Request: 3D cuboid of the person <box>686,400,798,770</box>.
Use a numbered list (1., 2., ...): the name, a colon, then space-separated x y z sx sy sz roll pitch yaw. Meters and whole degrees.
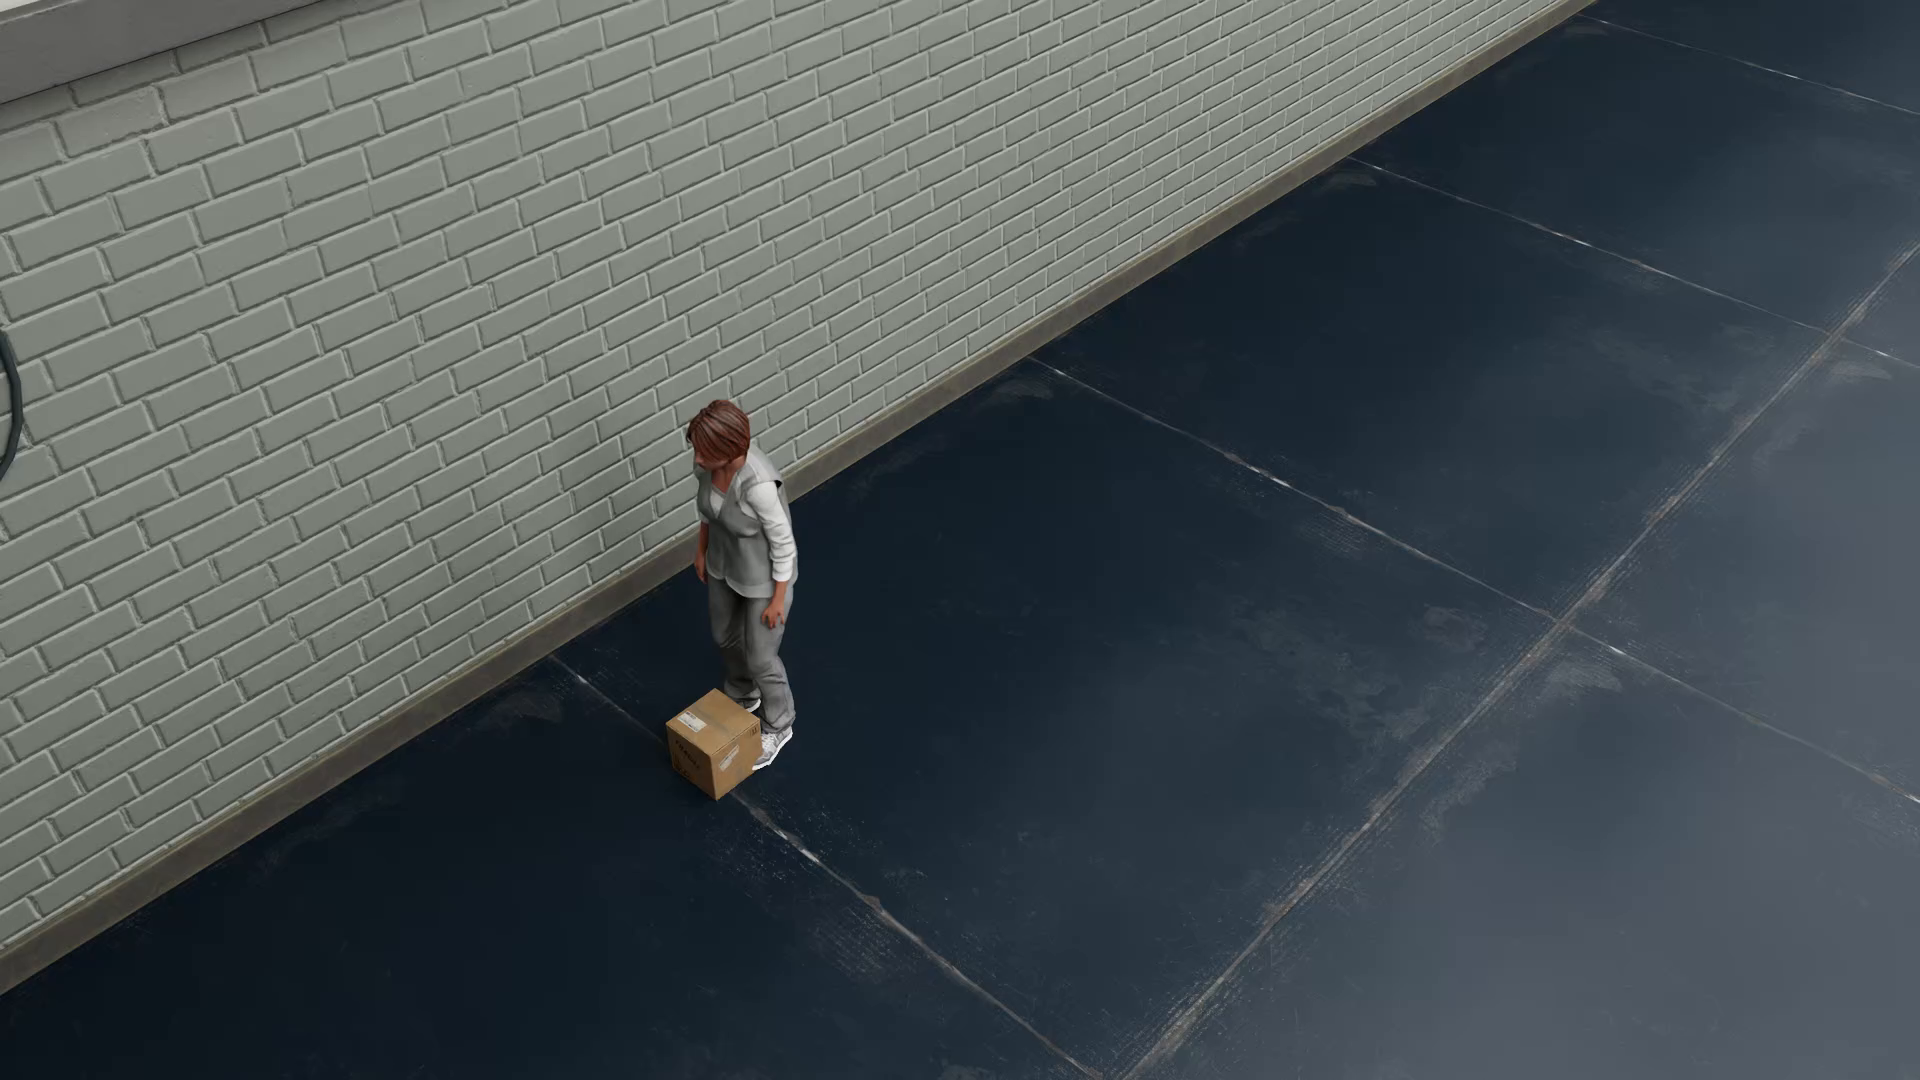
1. person: -0.777 0.142 5.994 0.463 1.593 0.364 31 49 31
